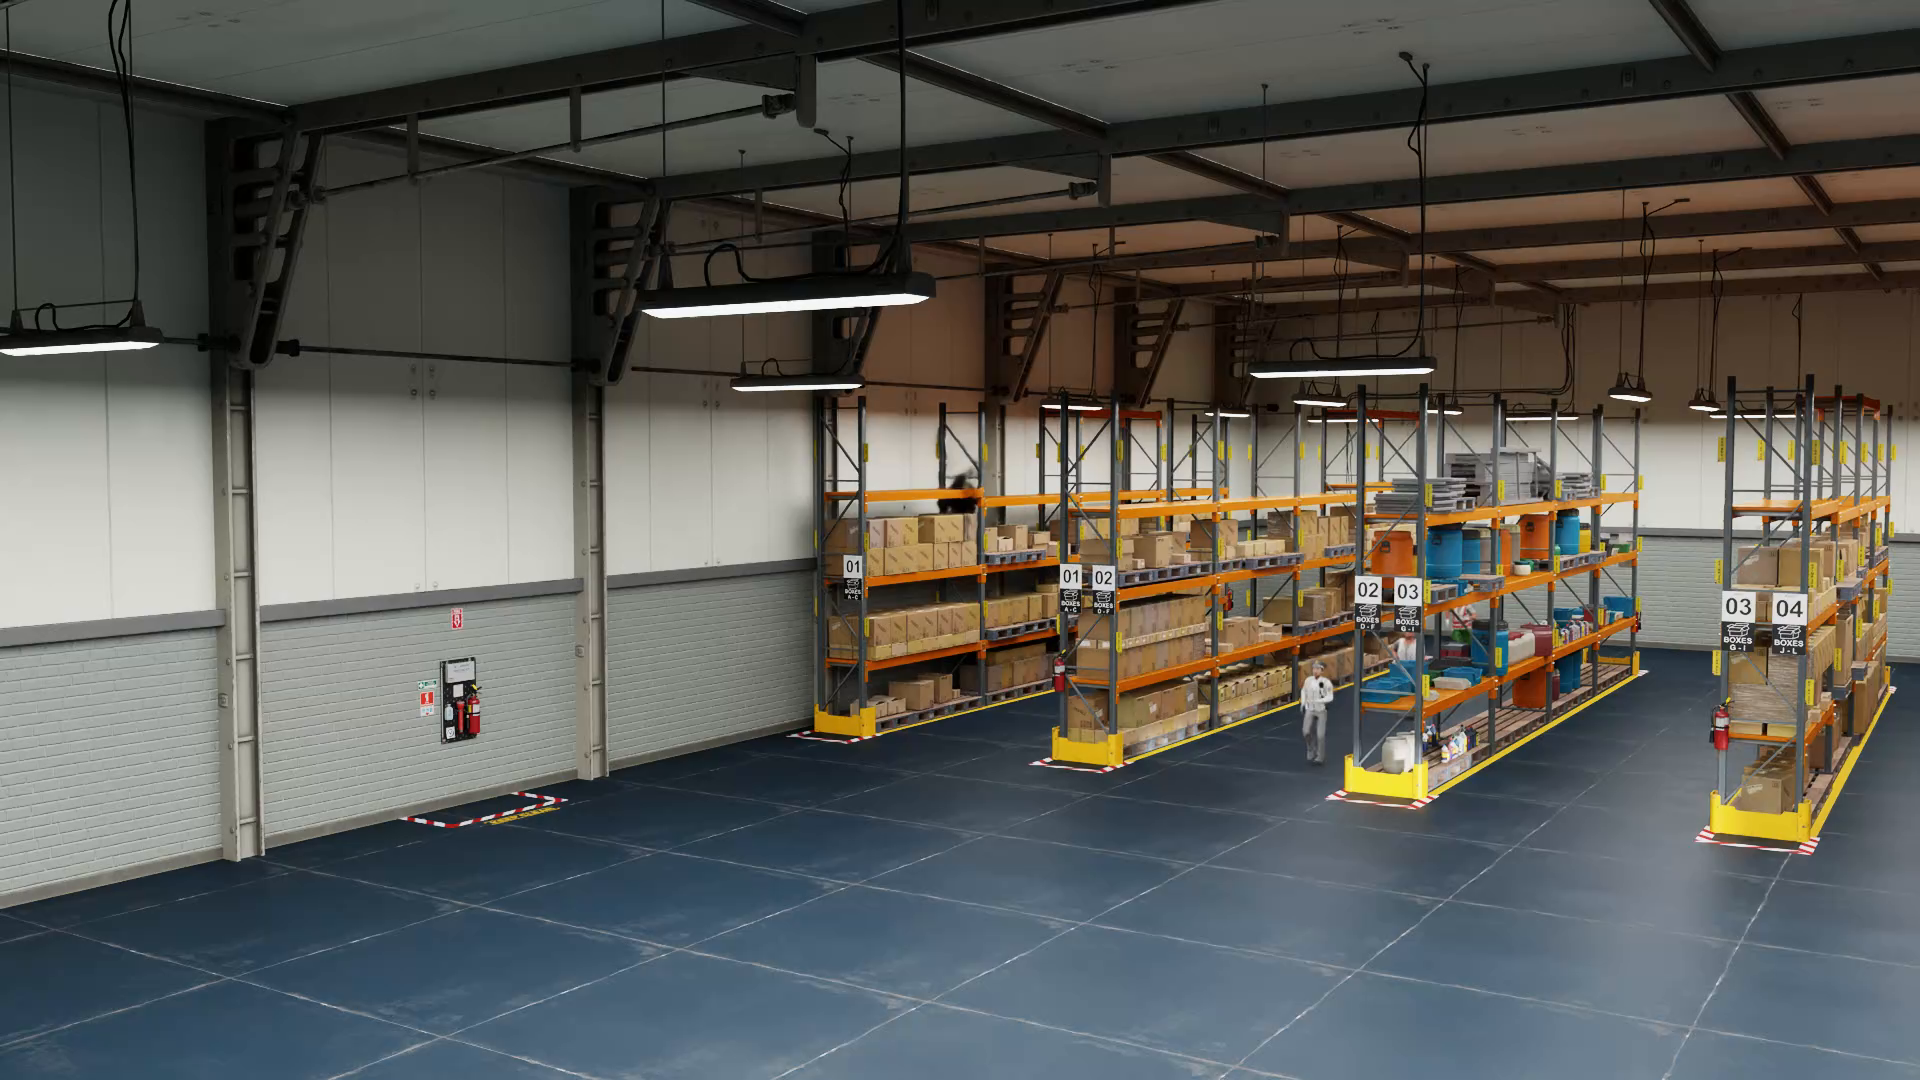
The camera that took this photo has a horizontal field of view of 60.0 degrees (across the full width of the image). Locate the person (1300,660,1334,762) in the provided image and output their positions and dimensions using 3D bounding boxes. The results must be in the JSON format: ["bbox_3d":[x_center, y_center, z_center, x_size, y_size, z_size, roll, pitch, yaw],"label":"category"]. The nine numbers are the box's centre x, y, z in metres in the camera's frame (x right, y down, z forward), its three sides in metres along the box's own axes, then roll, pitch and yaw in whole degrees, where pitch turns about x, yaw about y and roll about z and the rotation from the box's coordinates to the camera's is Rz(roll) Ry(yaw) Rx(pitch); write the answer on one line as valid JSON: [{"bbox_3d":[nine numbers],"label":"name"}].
[{"bbox_3d":[5.708,2.752,26.718,0.593,1.660,0.624,2,3,28],"label":"person"}]

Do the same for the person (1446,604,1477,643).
[{"bbox_3d":[11.566,2.097,38.435,0.743,1.831,0.811,2,3,29],"label":"person"}]

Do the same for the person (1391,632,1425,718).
[{"bbox_3d":[8.395,2.468,31.222,0.641,1.775,0.690,1,3,21],"label":"person"}]
